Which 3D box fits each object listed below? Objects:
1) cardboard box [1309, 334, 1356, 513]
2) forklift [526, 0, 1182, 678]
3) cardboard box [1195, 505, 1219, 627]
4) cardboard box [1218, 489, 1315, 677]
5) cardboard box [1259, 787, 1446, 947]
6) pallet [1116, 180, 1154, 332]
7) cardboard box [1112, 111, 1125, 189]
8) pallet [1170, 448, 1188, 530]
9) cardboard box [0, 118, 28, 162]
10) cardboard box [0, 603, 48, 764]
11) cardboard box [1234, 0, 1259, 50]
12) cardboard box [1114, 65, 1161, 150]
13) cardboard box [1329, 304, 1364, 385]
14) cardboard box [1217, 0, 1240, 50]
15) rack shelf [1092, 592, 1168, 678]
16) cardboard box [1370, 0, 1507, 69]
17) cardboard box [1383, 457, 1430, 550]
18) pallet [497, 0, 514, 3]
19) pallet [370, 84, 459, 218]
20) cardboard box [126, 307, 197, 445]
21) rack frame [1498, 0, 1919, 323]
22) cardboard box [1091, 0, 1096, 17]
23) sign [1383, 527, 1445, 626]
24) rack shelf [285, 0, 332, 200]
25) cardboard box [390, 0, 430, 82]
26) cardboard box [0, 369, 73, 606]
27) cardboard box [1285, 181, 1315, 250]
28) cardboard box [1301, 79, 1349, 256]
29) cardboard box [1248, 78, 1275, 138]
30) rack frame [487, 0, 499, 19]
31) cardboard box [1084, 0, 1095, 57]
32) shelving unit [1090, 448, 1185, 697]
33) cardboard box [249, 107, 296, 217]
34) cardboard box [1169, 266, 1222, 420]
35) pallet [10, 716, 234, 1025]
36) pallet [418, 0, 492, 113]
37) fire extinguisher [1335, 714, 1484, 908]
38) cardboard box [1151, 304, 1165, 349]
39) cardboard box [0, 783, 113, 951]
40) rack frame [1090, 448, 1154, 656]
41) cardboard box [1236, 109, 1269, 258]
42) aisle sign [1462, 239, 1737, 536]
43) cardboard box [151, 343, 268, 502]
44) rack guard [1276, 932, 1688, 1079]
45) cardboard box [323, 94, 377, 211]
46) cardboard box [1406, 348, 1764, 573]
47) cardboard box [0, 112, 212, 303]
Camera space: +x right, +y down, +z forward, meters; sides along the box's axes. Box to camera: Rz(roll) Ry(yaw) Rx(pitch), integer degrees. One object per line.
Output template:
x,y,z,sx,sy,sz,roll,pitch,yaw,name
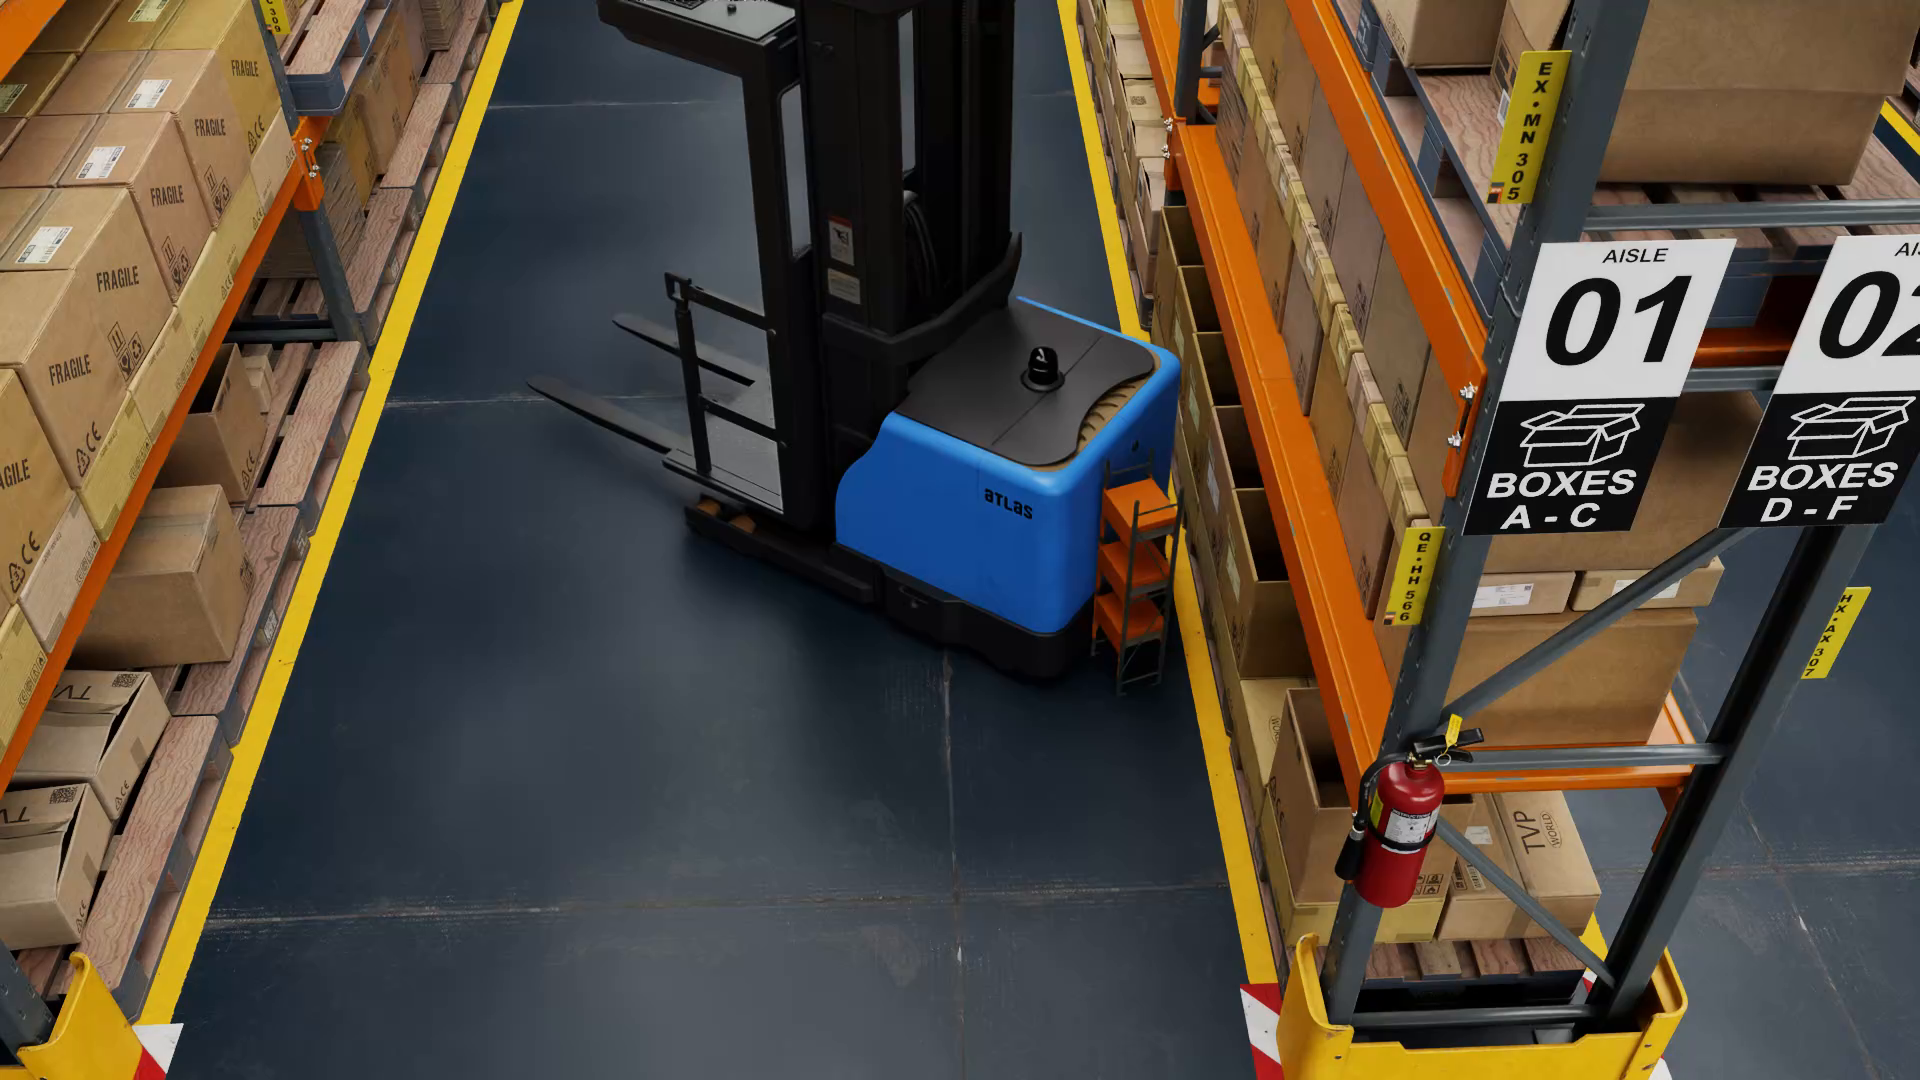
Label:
1.600,-0.443,5.589,0.700,0.500,0.500,-1,43,-2,cardboard box
-0.615,-1.300,6.649,3.031,2.935,1.130,24,48,24,forklift
1.255,0.092,6.804,0.500,0.250,0.500,-2,43,-2,cardboard box
1.272,0.153,6.182,0.500,0.500,0.500,-2,43,-2,cardboard box
1.331,1.104,5.699,0.500,0.250,0.500,-2,43,-2,cardboard box
1.409,-1.570,8.956,1.003,0.211,1.213,-2,43,-2,pallet
1.130,-2.201,9.305,0.500,0.250,0.500,-1,43,-1,cardboard box
1.471,-0.535,7.827,1.003,0.211,1.213,-2,43,-2,pallet
-3.625,-1.176,6.004,0.500,0.500,0.500,-1,43,-1,cardboard box
-3.003,0.453,4.782,0.500,0.250,0.500,-3,43,-3,cardboard box
1.504,-2.317,6.674,0.700,0.500,0.500,-1,43,-2,cardboard box
1.128,-2.402,9.110,0.500,0.311,0.500,-2,43,-2,cardboard box
1.399,-0.626,5.309,0.380,0.149,0.250,0,43,0,cardboard box
1.297,-2.190,7.015,0.380,0.149,0.250,-2,43,-2,cardboard box
0.678,0.357,6.660,0.215,0.259,0.240,-15,45,-16,rack shelf
1.337,-1.428,4.214,0.500,0.250,0.500,-2,43,-2,cardboard box
1.430,-0.106,4.741,0.380,0.149,0.250,-1,43,-1,cardboard box
-3.598,-4.164,11.786,1.003,0.211,1.213,-2,43,-2,pallet
-3.559,-2.280,9.731,1.003,0.211,1.213,-2,43,-2,pallet
-3.075,-0.582,5.911,0.500,0.250,0.500,-1,43,-1,cardboard box
1.649,-1.612,2.499,1.000,3.000,0.127,-2,43,-2,rack frame
1.069,-3.433,10.234,0.500,0.311,0.500,-3,43,-3,cardboard box
1.106,0.091,4.048,0.100,0.325,0.005,-2,43,-2,sign
-3.555,-3.042,9.031,1.077,0.370,4.000,-2,43,-2,rack shelf
-3.651,-3.062,10.045,0.700,0.500,0.500,-2,43,-2,cardboard box
-3.031,-0.150,4.884,0.500,0.500,0.500,-2,43,-2,cardboard box
1.366,-1.145,5.875,0.380,0.149,0.250,-2,43,-2,cardboard box
1.568,-1.301,5.565,0.700,0.500,0.500,-2,43,-2,cardboard box
1.333,-1.670,6.447,0.380,0.149,0.250,-2,43,-2,cardboard box
-3.640,-4.657,10.260,1.000,3.000,0.127,-2,43,-2,rack frame
1.060,-3.242,10.440,0.500,0.250,0.500,-3,43,-3,cardboard box
0.678,0.144,6.465,0.215,1.050,0.252,-15,45,-16,shelving unit
-3.147,-1.598,7.019,0.500,0.250,0.500,-2,43,-2,cardboard box
1.215,-0.860,7.287,0.500,0.500,0.500,-2,43,-2,cardboard box
-3.302,1.171,5.966,1.003,0.211,1.213,-2,43,-2,pallet
-3.608,-3.102,10.627,1.003,0.211,1.213,-2,43,-2,pallet
1.190,0.721,4.451,0.296,0.674,0.183,-2,43,-2,fire extinguisher
1.196,-0.921,7.908,0.500,0.250,0.500,-2,43,-2,cardboard box
-3.239,1.103,5.641,0.500,0.311,0.500,-6,43,-7,cardboard box
0.633,0.068,6.548,0.200,1.050,0.008,-15,45,-16,rack frame
1.533,-1.483,6.724,0.700,0.500,0.500,-2,43,-2,cardboard box
1.358,-0.307,3.590,0.394,0.787,0.004,-2,43,-2,aisle sign
-3.386,-0.498,7.247,0.500,0.500,0.500,-5,43,-5,cardboard box
1.650,1.537,5.353,1.175,0.500,0.348,-2,43,-2,rack guard
-3.590,-2.041,8.931,0.700,0.500,0.500,-2,43,-3,cardboard box
1.640,-0.267,4.437,0.700,0.500,0.500,-1,43,-2,cardboard box
-3.103,-1.198,6.028,0.500,0.500,0.500,-3,43,-3,cardboard box
